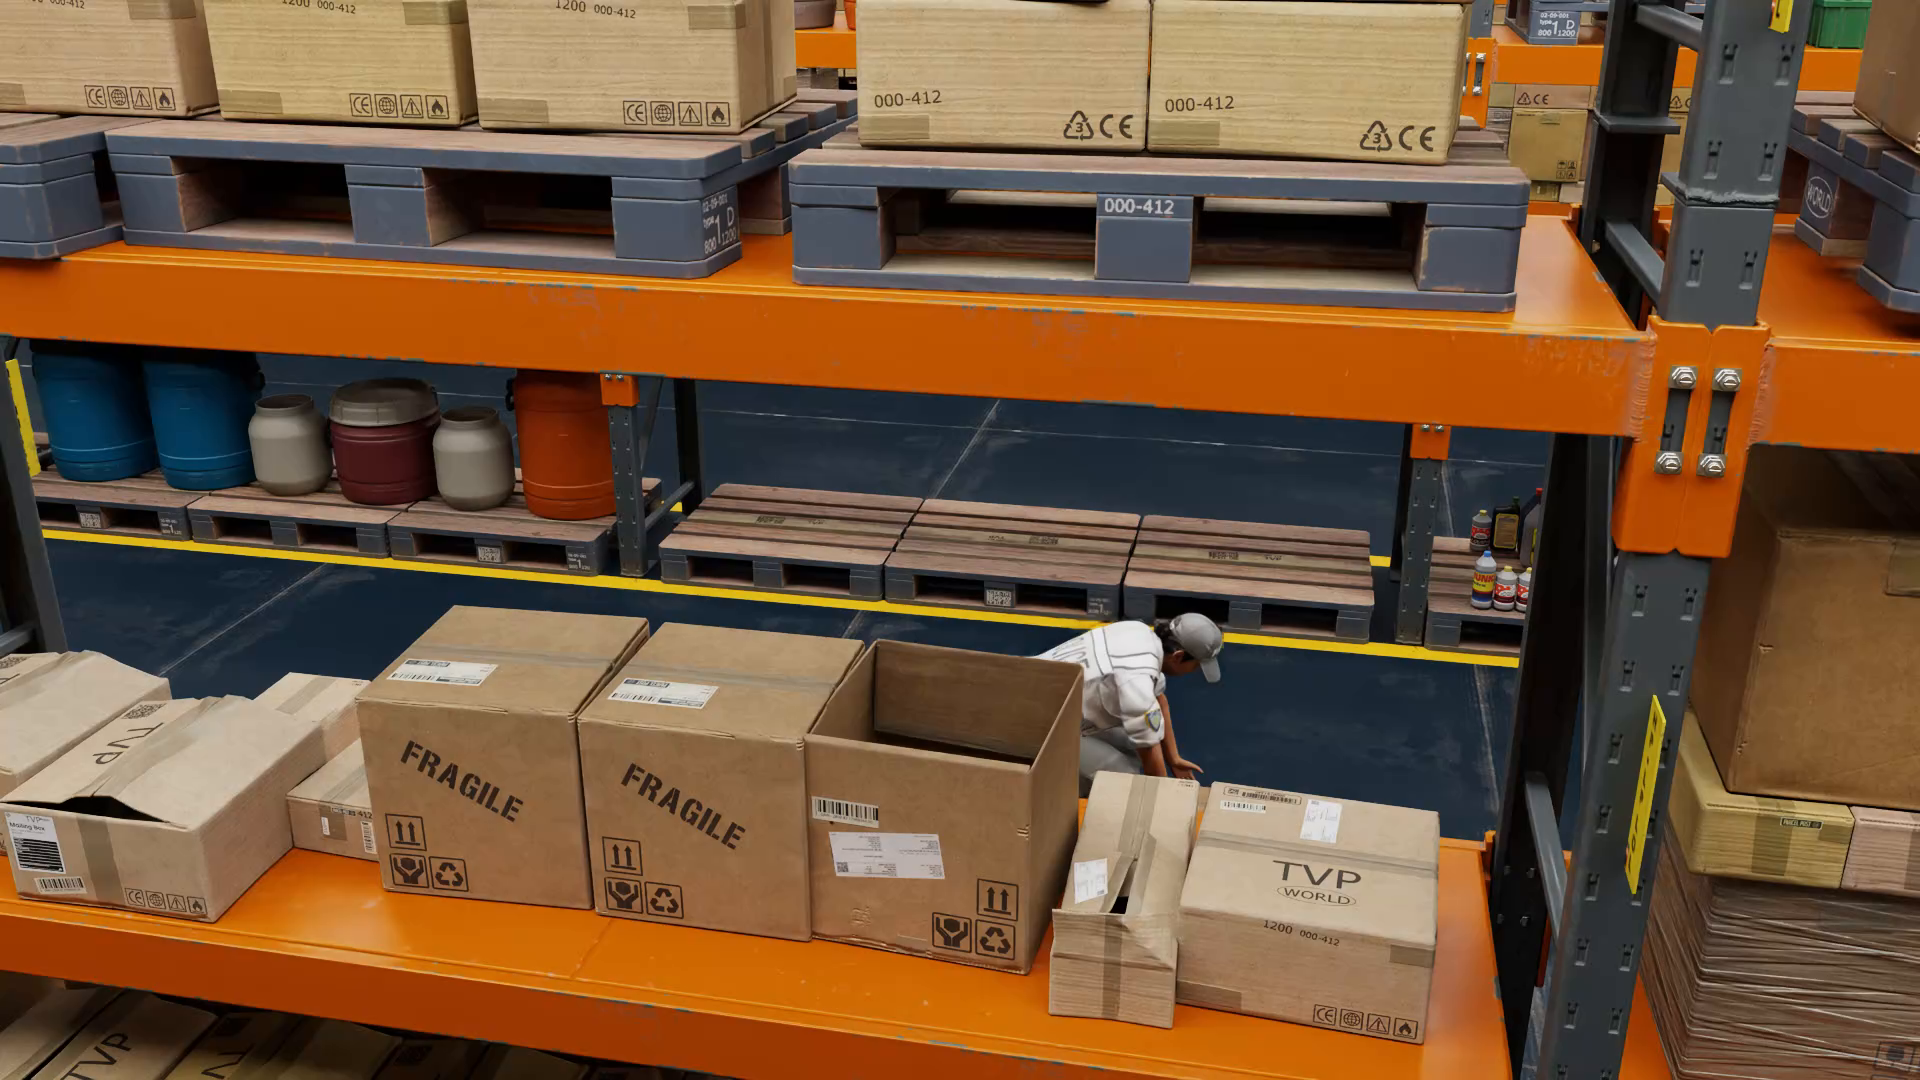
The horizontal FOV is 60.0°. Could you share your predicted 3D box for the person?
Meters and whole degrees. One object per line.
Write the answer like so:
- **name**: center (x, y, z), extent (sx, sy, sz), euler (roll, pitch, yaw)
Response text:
- **person**: center (0.536, 0.719, 6.195), extent (0.828, 0.992, 0.522), euler (4, 22, 11)
